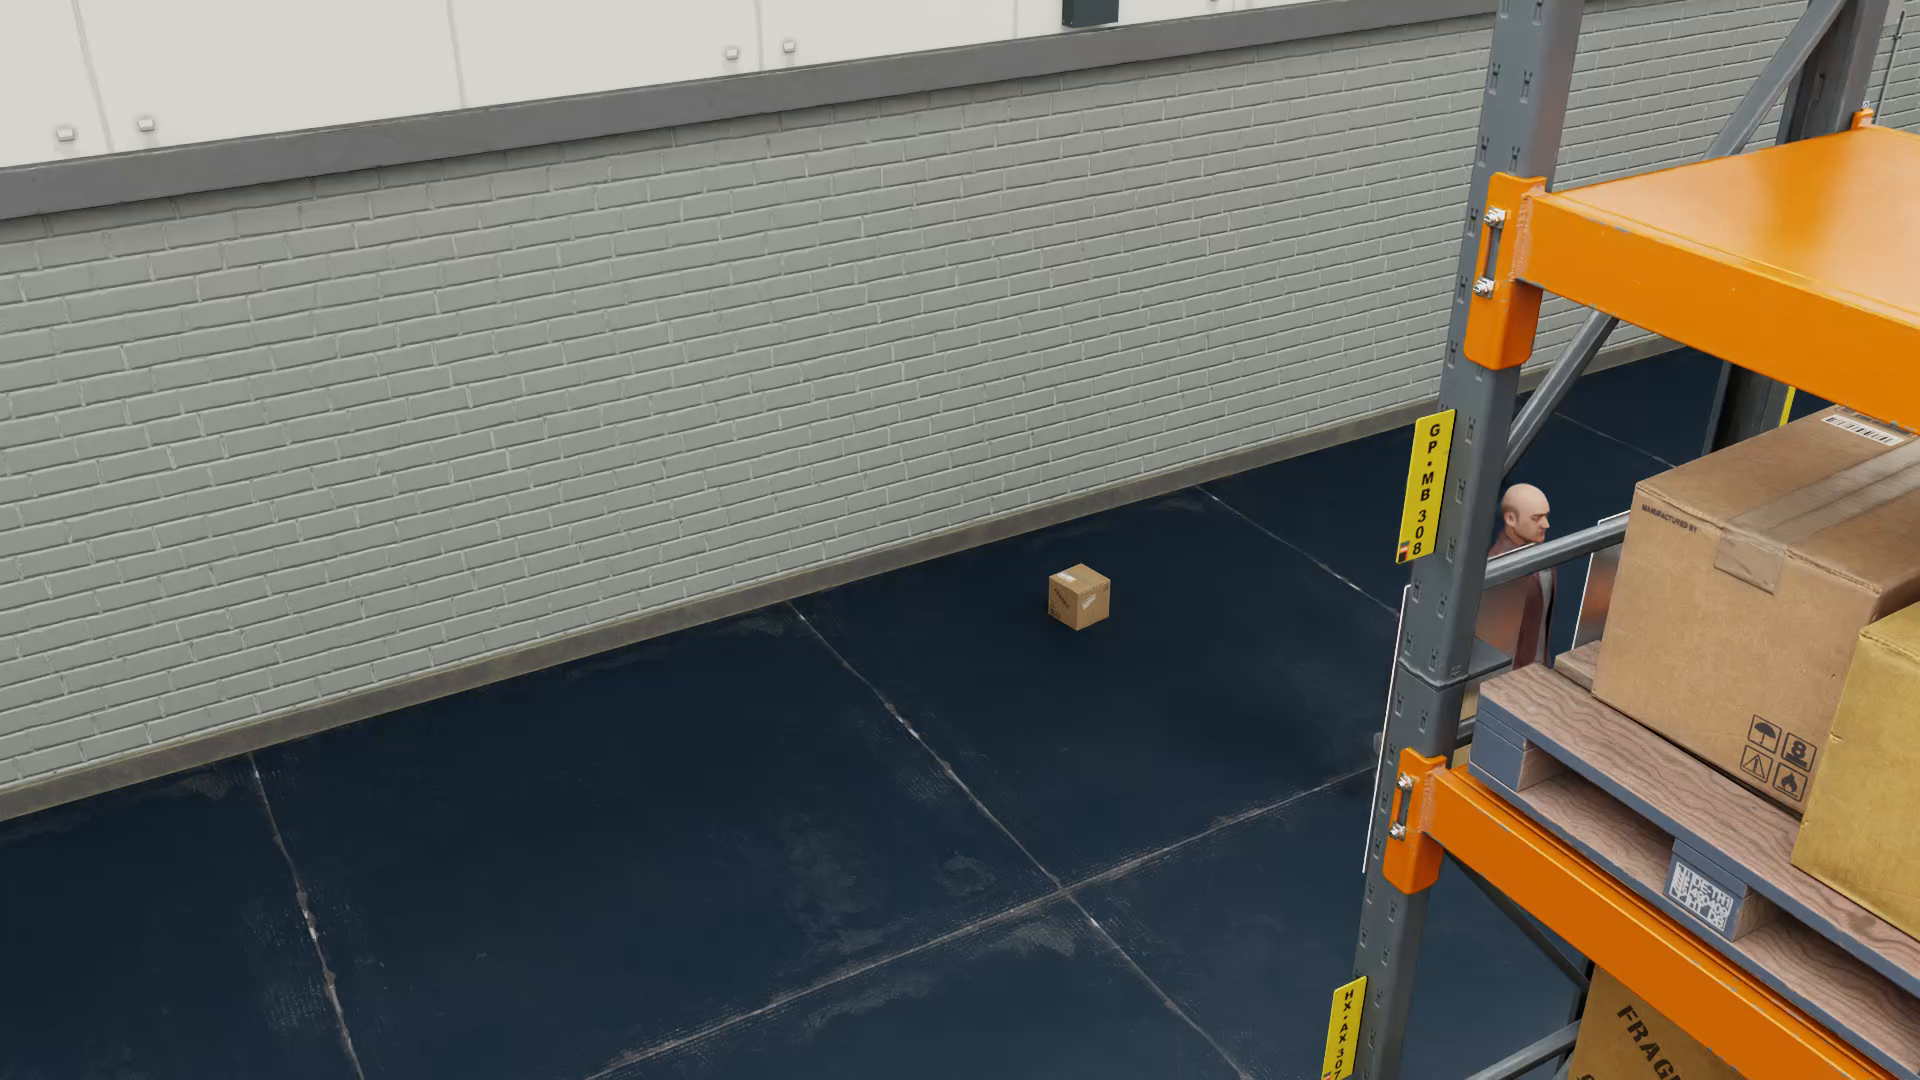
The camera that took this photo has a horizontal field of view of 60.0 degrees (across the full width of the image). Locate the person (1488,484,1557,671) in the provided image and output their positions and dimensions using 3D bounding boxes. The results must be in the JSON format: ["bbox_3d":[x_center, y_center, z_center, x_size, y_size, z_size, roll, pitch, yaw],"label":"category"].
[{"bbox_3d":[2.425,0.557,7.526,0.735,1.760,0.575,23,36,36],"label":"person"}]
